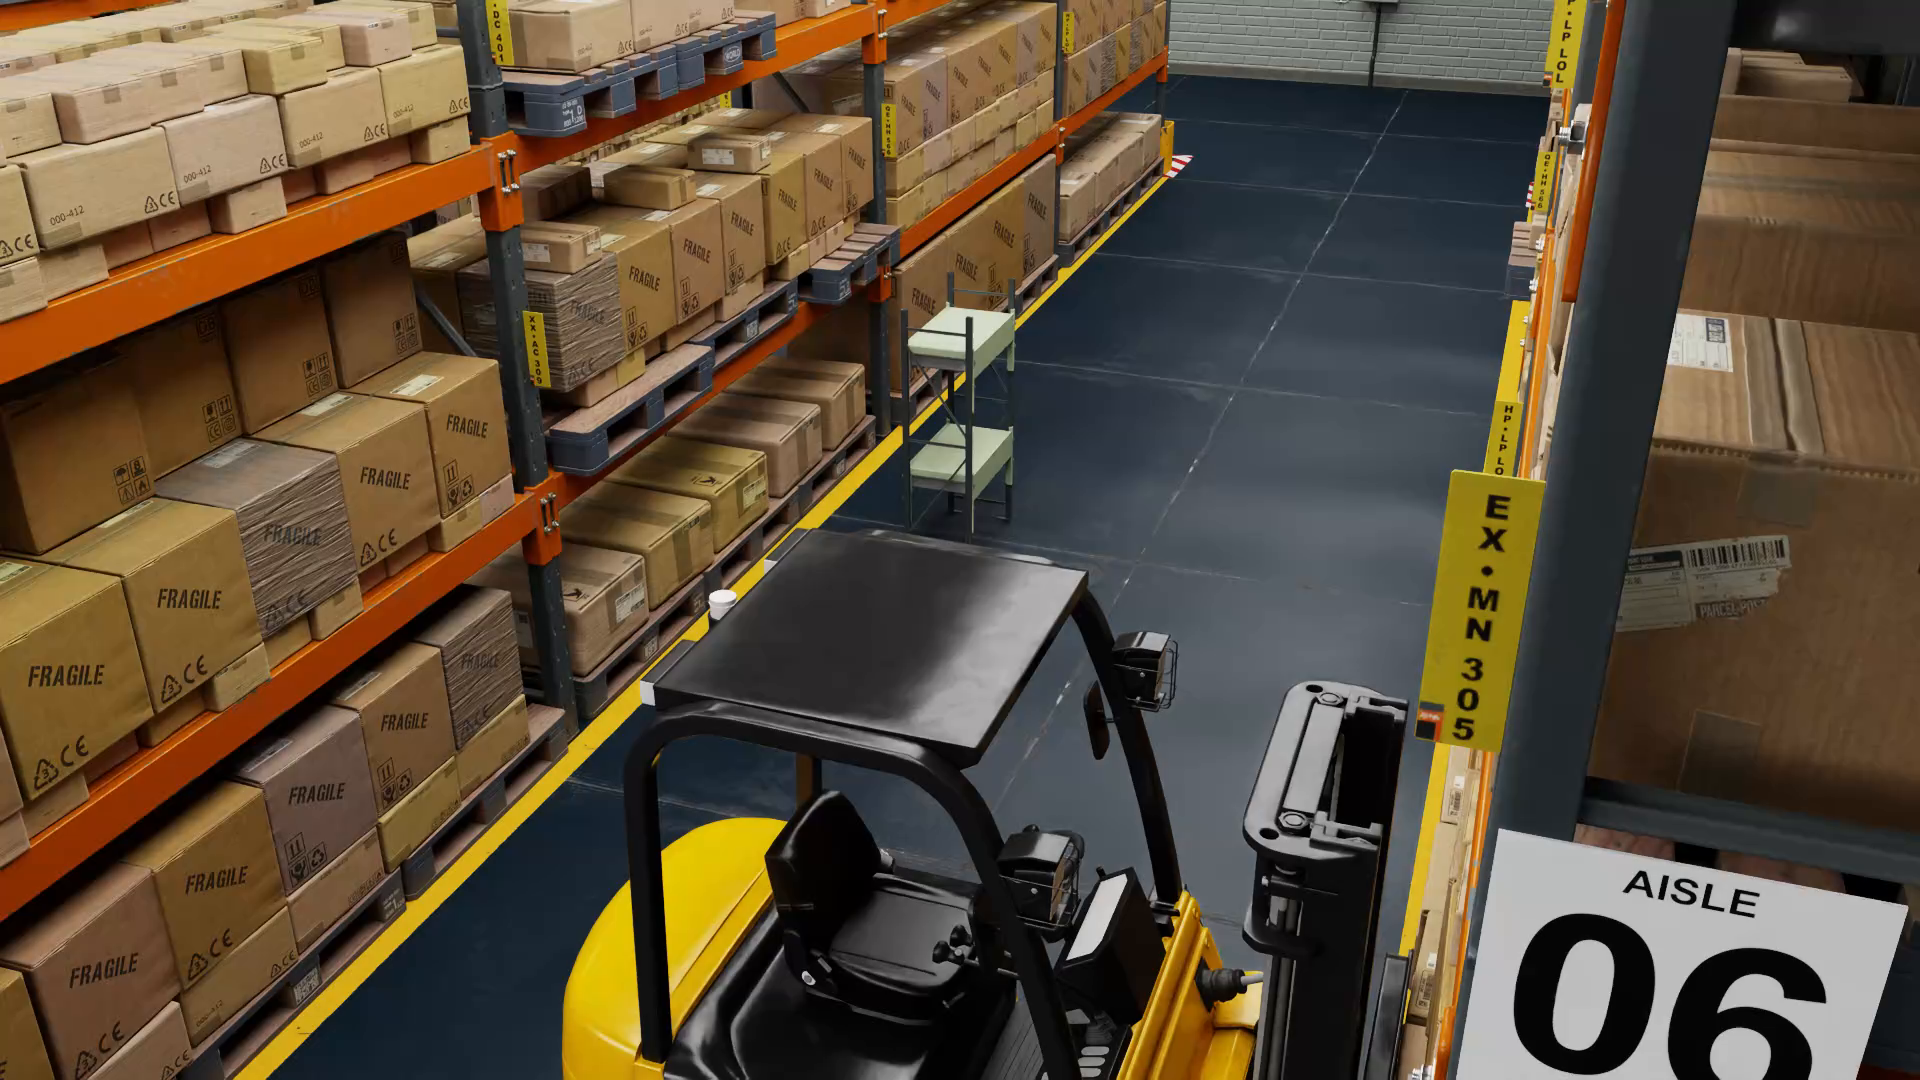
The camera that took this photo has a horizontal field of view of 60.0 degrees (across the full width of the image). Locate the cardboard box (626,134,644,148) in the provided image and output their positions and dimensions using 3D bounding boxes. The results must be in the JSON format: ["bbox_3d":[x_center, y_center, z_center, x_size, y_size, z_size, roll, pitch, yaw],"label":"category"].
[{"bbox_3d":[-3.510,-4.127,17.279,0.380,0.149,0.250,9,27,17],"label":"cardboard box"}]

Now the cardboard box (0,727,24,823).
[{"bbox_3d":[-3.032,0.614,4.584,0.500,0.500,0.500,10,27,19],"label":"cardboard box"}]

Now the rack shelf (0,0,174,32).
[{"bbox_3d":[-6.325,-3.008,9.904,1.077,0.370,4.000,9,27,17],"label":"rack shelf"}]

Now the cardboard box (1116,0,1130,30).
[{"bbox_3d":[1.285,-5.049,15.474,0.500,0.500,0.500,9,27,17],"label":"cardboard box"}]

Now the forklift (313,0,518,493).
[{"bbox_3d":[-3.791,-1.553,9.593,3.031,2.935,1.130,-14,29,-27],"label":"forklift"}]

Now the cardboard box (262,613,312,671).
[{"bbox_3d":[-2.557,0.325,5.926,0.380,0.149,0.250,8,27,17],"label":"cardboard box"}]

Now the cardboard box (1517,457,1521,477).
[{"bbox_3d":[2.007,-0.148,5.413,0.380,0.149,0.250,9,27,18],"label":"cardboard box"}]

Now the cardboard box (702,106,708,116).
[{"bbox_3d":[-3.042,-4.773,18.614,0.380,0.149,0.250,8,27,16],"label":"cardboard box"}]

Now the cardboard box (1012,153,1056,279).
[{"bbox_3d":[0.242,-2.737,13.918,0.875,0.875,0.875,10,27,19],"label":"cardboard box"}]

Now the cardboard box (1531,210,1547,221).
[{"bbox_3d":[3.770,-2.011,10.152,0.500,0.250,0.500,7,27,15],"label":"cardboard box"}]

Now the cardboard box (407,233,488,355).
[{"bbox_3d":[-2.352,-1.074,7.589,0.500,0.500,0.500,8,27,16],"label":"cardboard box"}]

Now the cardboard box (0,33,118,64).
[{"bbox_3d":[-3.005,-1.566,5.473,0.380,0.149,0.250,8,27,16],"label":"cardboard box"}]

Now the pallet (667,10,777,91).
[{"bbox_3d":[-1.641,-2.414,8.067,1.213,0.211,1.003,9,27,17],"label":"pallet"}]

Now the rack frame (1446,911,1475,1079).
[{"bbox_3d":[1.062,1.879,2.428,1.000,3.000,0.127,9,27,17],"label":"rack frame"}]

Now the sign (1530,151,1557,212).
[{"bbox_3d":[3.209,-1.969,9.137,0.100,0.325,0.005,9,27,17],"label":"sign"}]

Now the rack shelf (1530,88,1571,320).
[{"bbox_3d":[3.058,-1.613,7.024,1.077,0.370,4.000,9,27,17],"label":"rack shelf"}]

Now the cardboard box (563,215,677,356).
[{"bbox_3d":[-1.697,-1.208,7.866,0.500,0.500,0.500,9,27,18],"label":"cardboard box"}]

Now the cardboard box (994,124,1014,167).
[{"bbox_3d":[0.105,-3.069,12.819,0.500,0.250,0.500,8,27,16],"label":"cardboard box"}]

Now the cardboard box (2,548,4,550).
[{"bbox_3d":[-3.172,0.103,5.640,0.500,0.500,0.500,9,27,18],"label":"cardboard box"}]

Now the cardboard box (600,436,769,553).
[{"bbox_3d":[-1.651,-0.288,9.435,0.950,0.372,0.625,10,27,19],"label":"cardboard box"}]

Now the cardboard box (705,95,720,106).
[{"bbox_3d":[-2.935,-5.010,18.763,0.380,0.149,0.250,9,27,18],"label":"cardboard box"}]

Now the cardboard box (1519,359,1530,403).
[{"bbox_3d":[2.459,-0.604,6.696,0.380,0.149,0.250,8,27,16],"label":"cardboard box"}]

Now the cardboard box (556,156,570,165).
[{"bbox_3d":[-4.019,-3.733,16.124,0.380,0.149,0.250,10,28,20],"label":"cardboard box"}]

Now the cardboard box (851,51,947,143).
[{"bbox_3d":[-0.408,-2.995,11.231,0.500,0.500,0.500,9,27,18],"label":"cardboard box"}]

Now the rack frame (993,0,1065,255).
[{"bbox_3d":[0.373,-3.771,14.097,1.000,3.000,0.127,9,27,17],"label":"rack frame"}]

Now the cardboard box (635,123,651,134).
[{"bbox_3d":[-3.475,-4.371,17.443,0.380,0.149,0.250,9,27,18],"label":"cardboard box"}]

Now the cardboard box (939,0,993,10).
[{"bbox_3d":[-0.045,-4.127,13.570,0.500,0.500,0.500,9,27,18],"label":"cardboard box"}]

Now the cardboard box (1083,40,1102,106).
[{"bbox_3d":[0.947,-4.177,14.820,0.500,0.500,0.500,9,27,18],"label":"cardboard box"}]

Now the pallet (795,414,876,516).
[{"bbox_3d":[-1.220,-0.551,10.646,1.003,0.211,1.213,9,27,17],"label":"pallet"}]

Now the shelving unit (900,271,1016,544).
[{"bbox_3d":[-0.002,-0.672,9.417,0.431,1.500,0.755,9,27,17],"label":"shelving unit"}]

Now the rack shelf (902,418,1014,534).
[{"bbox_3d":[-0.002,-0.379,9.560,0.431,0.370,0.720,9,27,17],"label":"rack shelf"}]

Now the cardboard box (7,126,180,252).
[{"bbox_3d":[-2.688,-1.053,4.872,0.500,0.250,0.500,9,27,19],"label":"cardboard box"}]

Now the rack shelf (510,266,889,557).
[{"bbox_3d":[-1.624,-0.982,9.161,1.077,0.370,4.000,9,27,17],"label":"rack shelf"}]

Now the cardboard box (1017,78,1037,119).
[{"bbox_3d":[0.296,-3.506,13.147,0.500,0.250,0.500,9,27,19],"label":"cardboard box"}]

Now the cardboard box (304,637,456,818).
[{"bbox_3d":[-2.401,0.719,6.636,0.500,0.500,0.500,9,27,18],"label":"cardboard box"}]

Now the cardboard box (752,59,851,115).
[{"bbox_3d":[-1.033,-2.873,10.979,0.500,0.500,0.500,8,27,16],"label":"cardboard box"}]

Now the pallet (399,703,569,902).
[{"bbox_3d":[-2.479,1.053,7.334,1.003,0.211,1.213,9,27,17],"label":"pallet"}]

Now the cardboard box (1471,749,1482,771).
[{"bbox_3d":[1.674,0.759,4.626,0.500,0.500,0.500,8,27,17],"label":"cardboard box"}]

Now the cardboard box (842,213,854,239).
[{"bbox_3d":[-0.866,-1.914,10.067,0.380,0.149,0.250,9,27,18],"label":"cardboard box"}]

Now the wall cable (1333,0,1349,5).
[{"bbox_3d":[4.900,-7.992,21.648,0.588,1.984,0.122,9,27,17],"label":"wall cable"}]

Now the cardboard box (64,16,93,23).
[{"bbox_3d":[-8.870,-5.021,16.564,0.500,0.500,0.500,9,27,18],"label":"cardboard box"}]

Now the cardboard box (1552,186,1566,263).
[{"bbox_3d":[1.701,-0.780,4.169,0.380,0.149,0.250,10,27,19],"label":"cardboard box"}]

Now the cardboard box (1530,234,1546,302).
[{"bbox_3d":[3.322,-1.423,8.846,0.500,0.250,0.500,9,27,17],"label":"cardboard box"}]

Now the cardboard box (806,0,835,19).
[{"bbox_3d":[-0.940,-3.101,9.559,0.380,0.149,0.250,9,27,17],"label":"cardboard box"}]

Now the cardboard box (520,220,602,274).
[{"bbox_3d":[-1.799,-1.285,7.280,0.380,0.149,0.250,9,27,17],"label":"cardboard box"}]

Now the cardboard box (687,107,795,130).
[{"bbox_3d":[-1.326,-2.344,10.211,0.500,0.500,0.500,8,27,16],"label":"cardboard box"}]

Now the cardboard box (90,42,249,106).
[{"bbox_3d":[-2.521,-1.487,5.310,0.380,0.149,0.250,8,27,16],"label":"cardboard box"}]

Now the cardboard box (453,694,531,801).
[{"bbox_3d":[-2.233,0.847,7.232,0.500,0.250,0.500,10,28,20],"label":"cardboard box"}]

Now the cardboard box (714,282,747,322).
[{"bbox_3d":[-1.347,-1.272,8.742,0.380,0.149,0.250,10,28,19],"label":"cardboard box"}]

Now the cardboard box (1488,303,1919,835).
[{"bbox_3d":[0.979,0.032,2.088,0.500,0.500,0.500,10,27,19],"label":"cardboard box"}]

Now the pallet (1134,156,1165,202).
[{"bbox_3d":[1.512,-3.820,17.397,1.003,0.211,1.213,9,27,17],"label":"pallet"}]

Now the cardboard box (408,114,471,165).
[{"bbox_3d":[-2.106,-1.546,6.348,0.380,0.149,0.250,9,27,18],"label":"cardboard box"}]

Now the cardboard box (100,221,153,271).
[{"bbox_3d":[-2.711,-0.925,5.065,0.380,0.149,0.250,8,27,17],"label":"cardboard box"}]

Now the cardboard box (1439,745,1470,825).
[{"bbox_3d":[1.936,0.987,5.796,0.500,0.250,0.500,8,27,17],"label":"cardboard box"}]
